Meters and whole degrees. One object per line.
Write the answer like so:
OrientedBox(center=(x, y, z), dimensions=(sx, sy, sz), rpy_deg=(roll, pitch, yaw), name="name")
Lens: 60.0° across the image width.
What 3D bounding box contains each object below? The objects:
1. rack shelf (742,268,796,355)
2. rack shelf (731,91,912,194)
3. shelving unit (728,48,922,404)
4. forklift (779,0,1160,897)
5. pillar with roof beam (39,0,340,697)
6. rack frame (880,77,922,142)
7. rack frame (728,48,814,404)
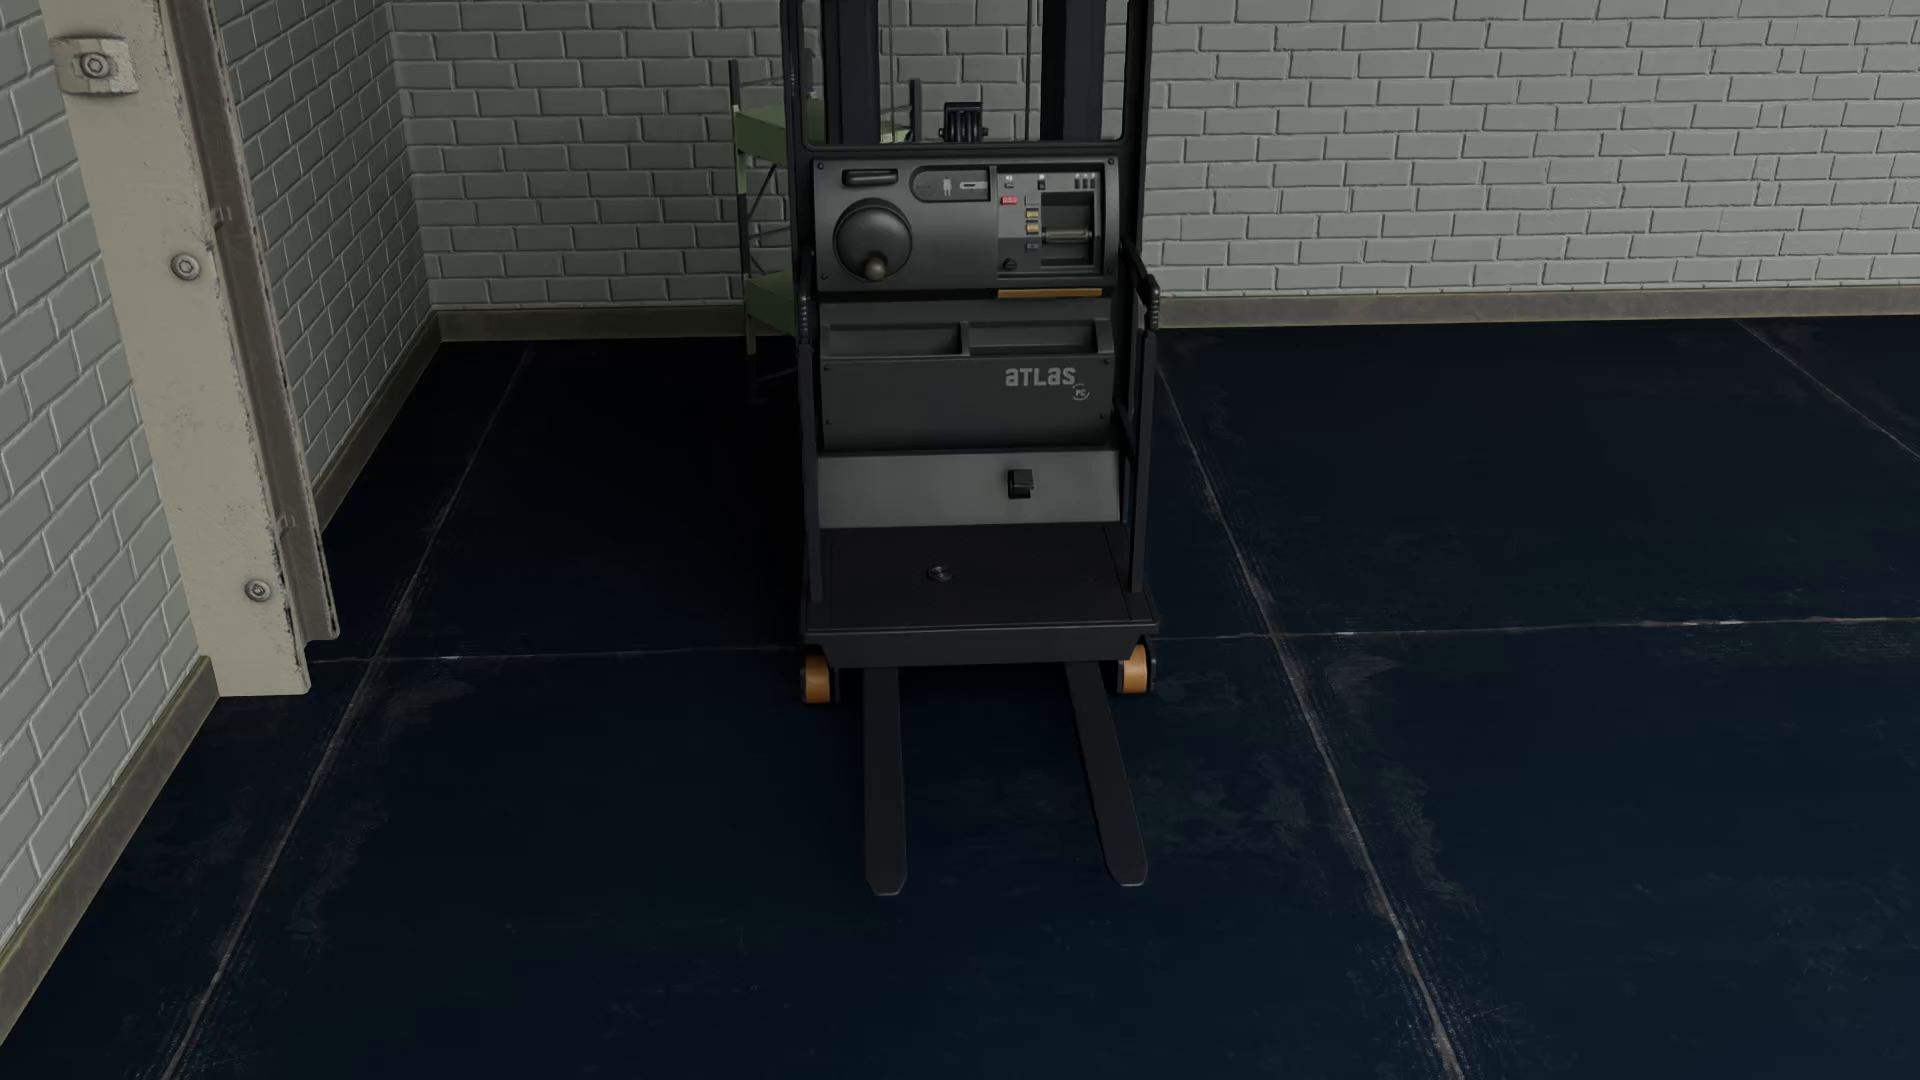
OrientedBox(center=(-0.545, -0.911, 7.080), dimensions=(0.431, 0.370, 0.720), rpy_deg=(-21, 34, -34), name="rack shelf")
OrientedBox(center=(-0.545, -1.547, 6.749), dimensions=(0.431, 0.370, 0.720), rpy_deg=(-21, 34, -34), name="rack shelf")
OrientedBox(center=(-0.545, -1.200, 6.929), dimensions=(0.431, 1.500, 0.755), rpy_deg=(-21, 34, -34), name="shelving unit")
OrientedBox(center=(0.035, -0.936, 4.875), dimensions=(1.130, 2.935, 3.031), rpy_deg=(-2, 28, -3), name="forklift")
OrientedBox(center=(2.049, -3.691, 3.595), dimensions=(9.100, 9.000, 0.400), rpy_deg=(-1, 28, -3), name="pillar with roof beam")
OrientedBox(center=(-0.312, -1.070, 6.679), dimensions=(0.400, 1.500, 0.023), rpy_deg=(-21, 34, -34), name="rack frame")
OrientedBox(center=(-0.778, -1.331, 7.179), dimensions=(0.400, 1.500, 0.023), rpy_deg=(-21, 34, -34), name="rack frame")
